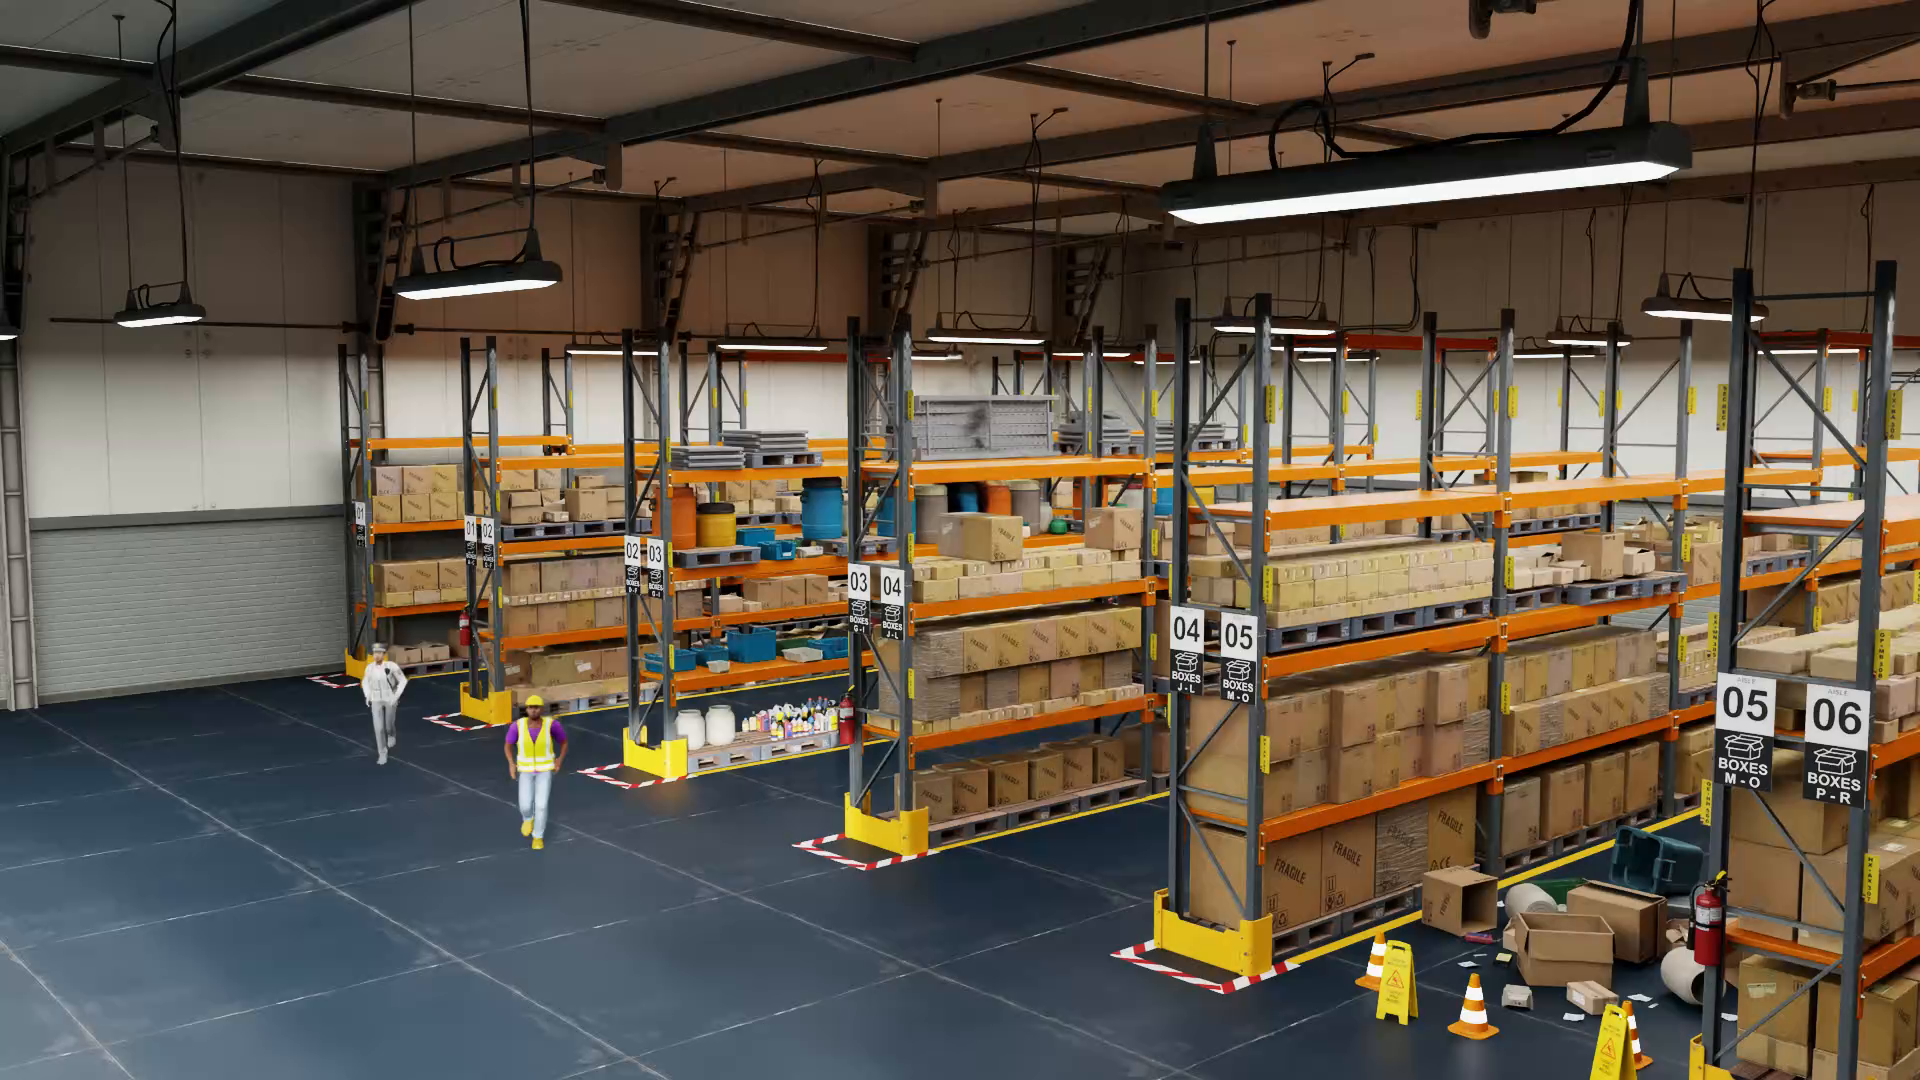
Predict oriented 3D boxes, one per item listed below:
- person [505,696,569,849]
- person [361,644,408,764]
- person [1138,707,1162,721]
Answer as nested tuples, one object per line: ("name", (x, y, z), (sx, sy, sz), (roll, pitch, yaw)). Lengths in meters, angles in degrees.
("person", (-4.799, 2.618, 18.857), (0.703, 1.733, 0.577), (-1, 5, -11))
("person", (-8.042, 2.268, 23.256), (0.626, 1.684, 0.621), (-1, 5, -6))
("person", (2.832, 2.204, 24.425), (0.553, 1.549, 0.597), (4, 7, 39))
